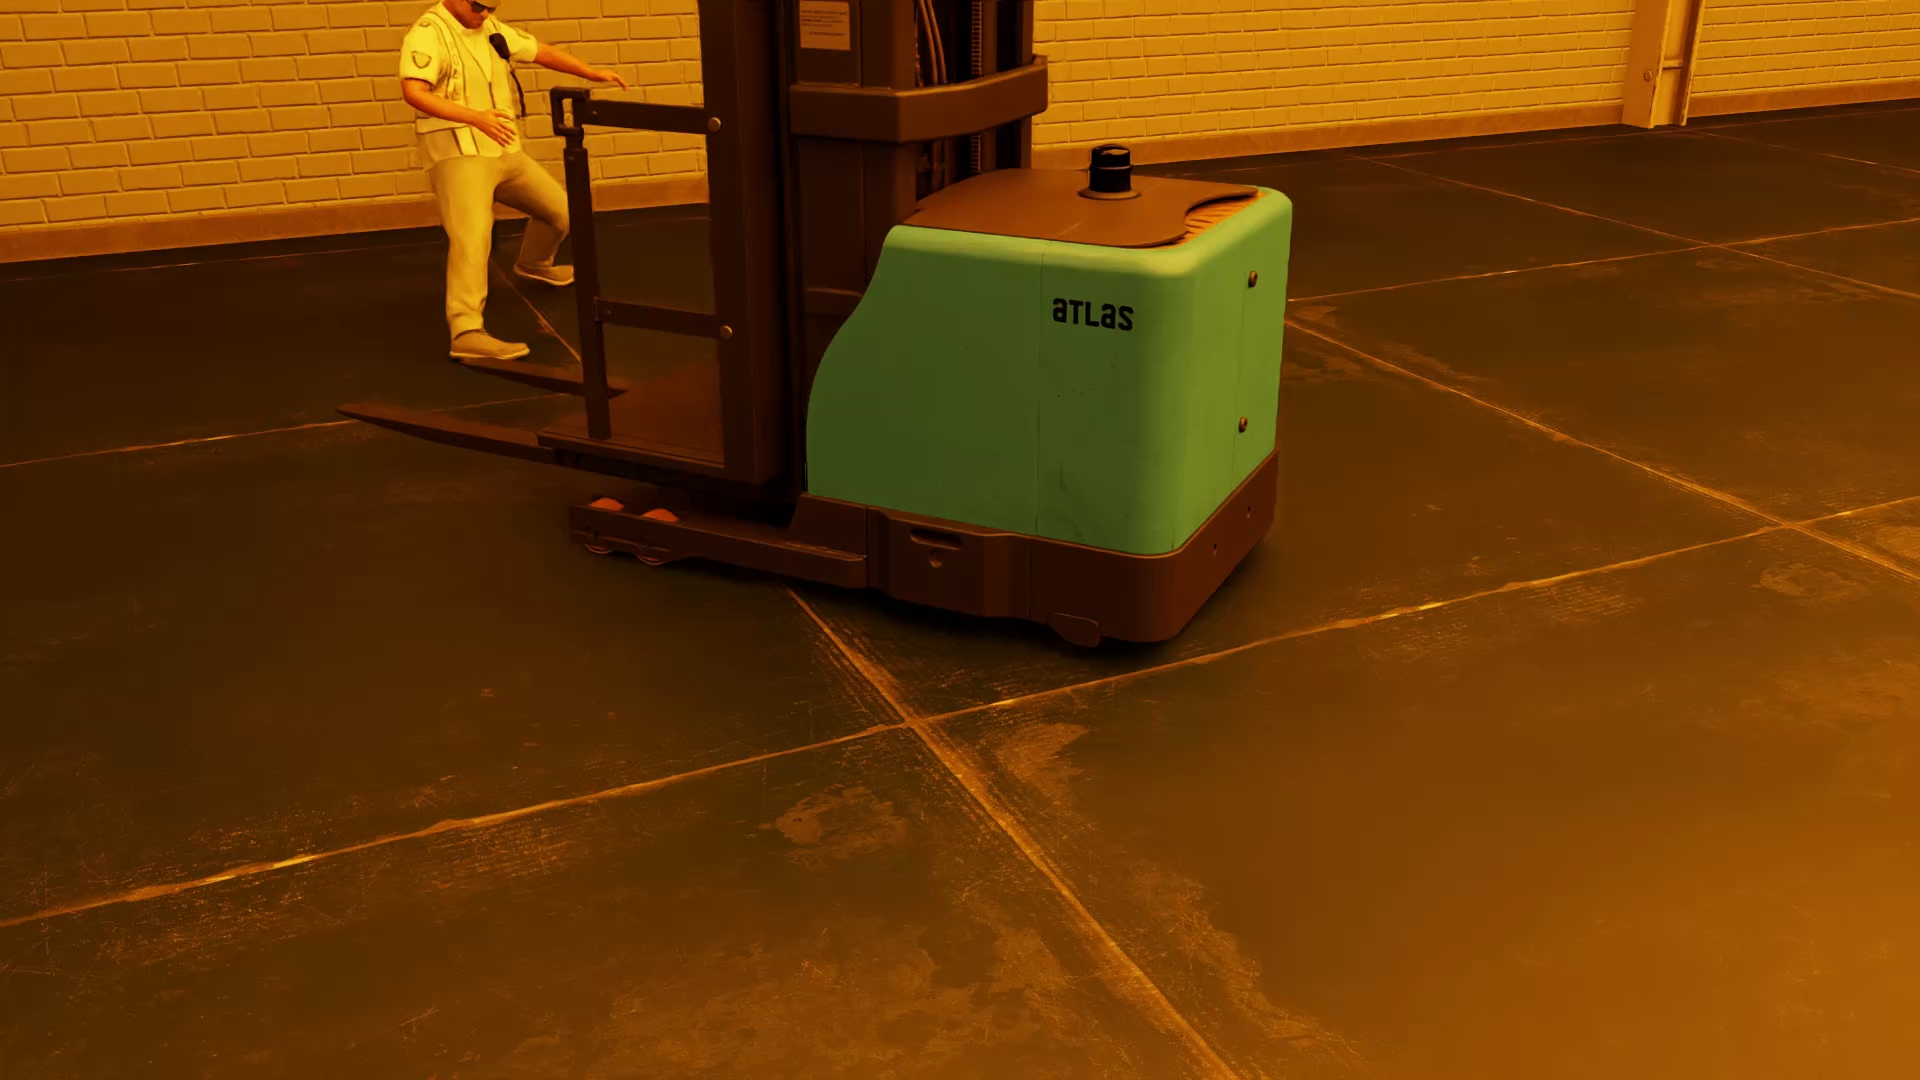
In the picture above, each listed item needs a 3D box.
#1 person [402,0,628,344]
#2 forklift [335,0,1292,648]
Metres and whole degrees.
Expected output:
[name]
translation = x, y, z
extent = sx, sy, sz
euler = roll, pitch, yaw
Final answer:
[person]
translation = -21259.554, -17366.057, 41805.498
extent = 79419.096, 2.680, 60785.629
euler = 11, 25, 25
[forklift]
translation = -0.601, -1.446, 4.767
extent = 3.031, 2.935, 1.130
euler = 11, 25, 24
